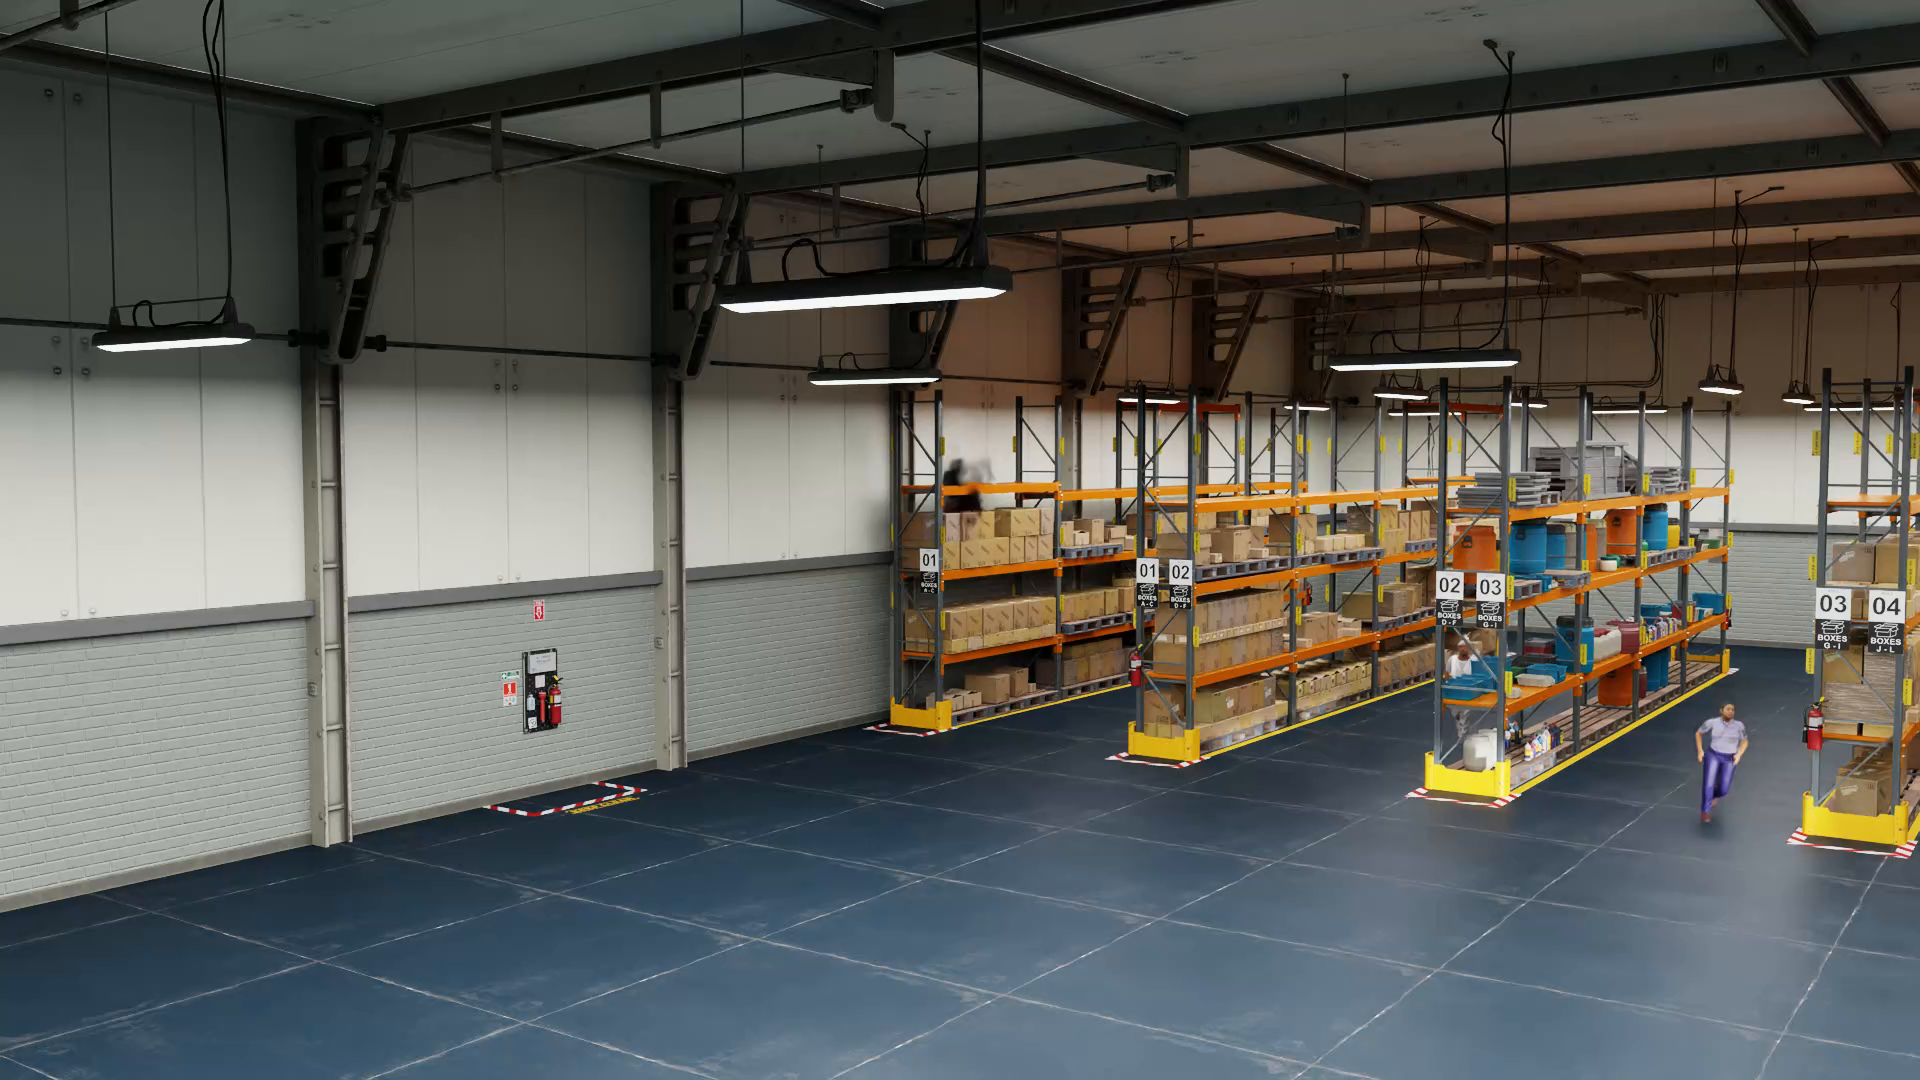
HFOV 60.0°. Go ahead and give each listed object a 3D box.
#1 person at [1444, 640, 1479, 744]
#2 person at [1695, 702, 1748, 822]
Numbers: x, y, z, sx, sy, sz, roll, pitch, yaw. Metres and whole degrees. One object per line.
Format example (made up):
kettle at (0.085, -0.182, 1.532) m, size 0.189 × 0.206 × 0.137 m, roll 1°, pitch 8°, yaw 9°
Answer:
person at (8.536, 2.551, 28.171) m, size 0.683 × 1.743 × 0.688 m, roll 1°, pitch 4°, yaw 25°
person at (10.235, 2.964, 22.368) m, size 0.649 × 1.607 × 0.613 m, roll 1°, pitch 3°, yaw 18°
